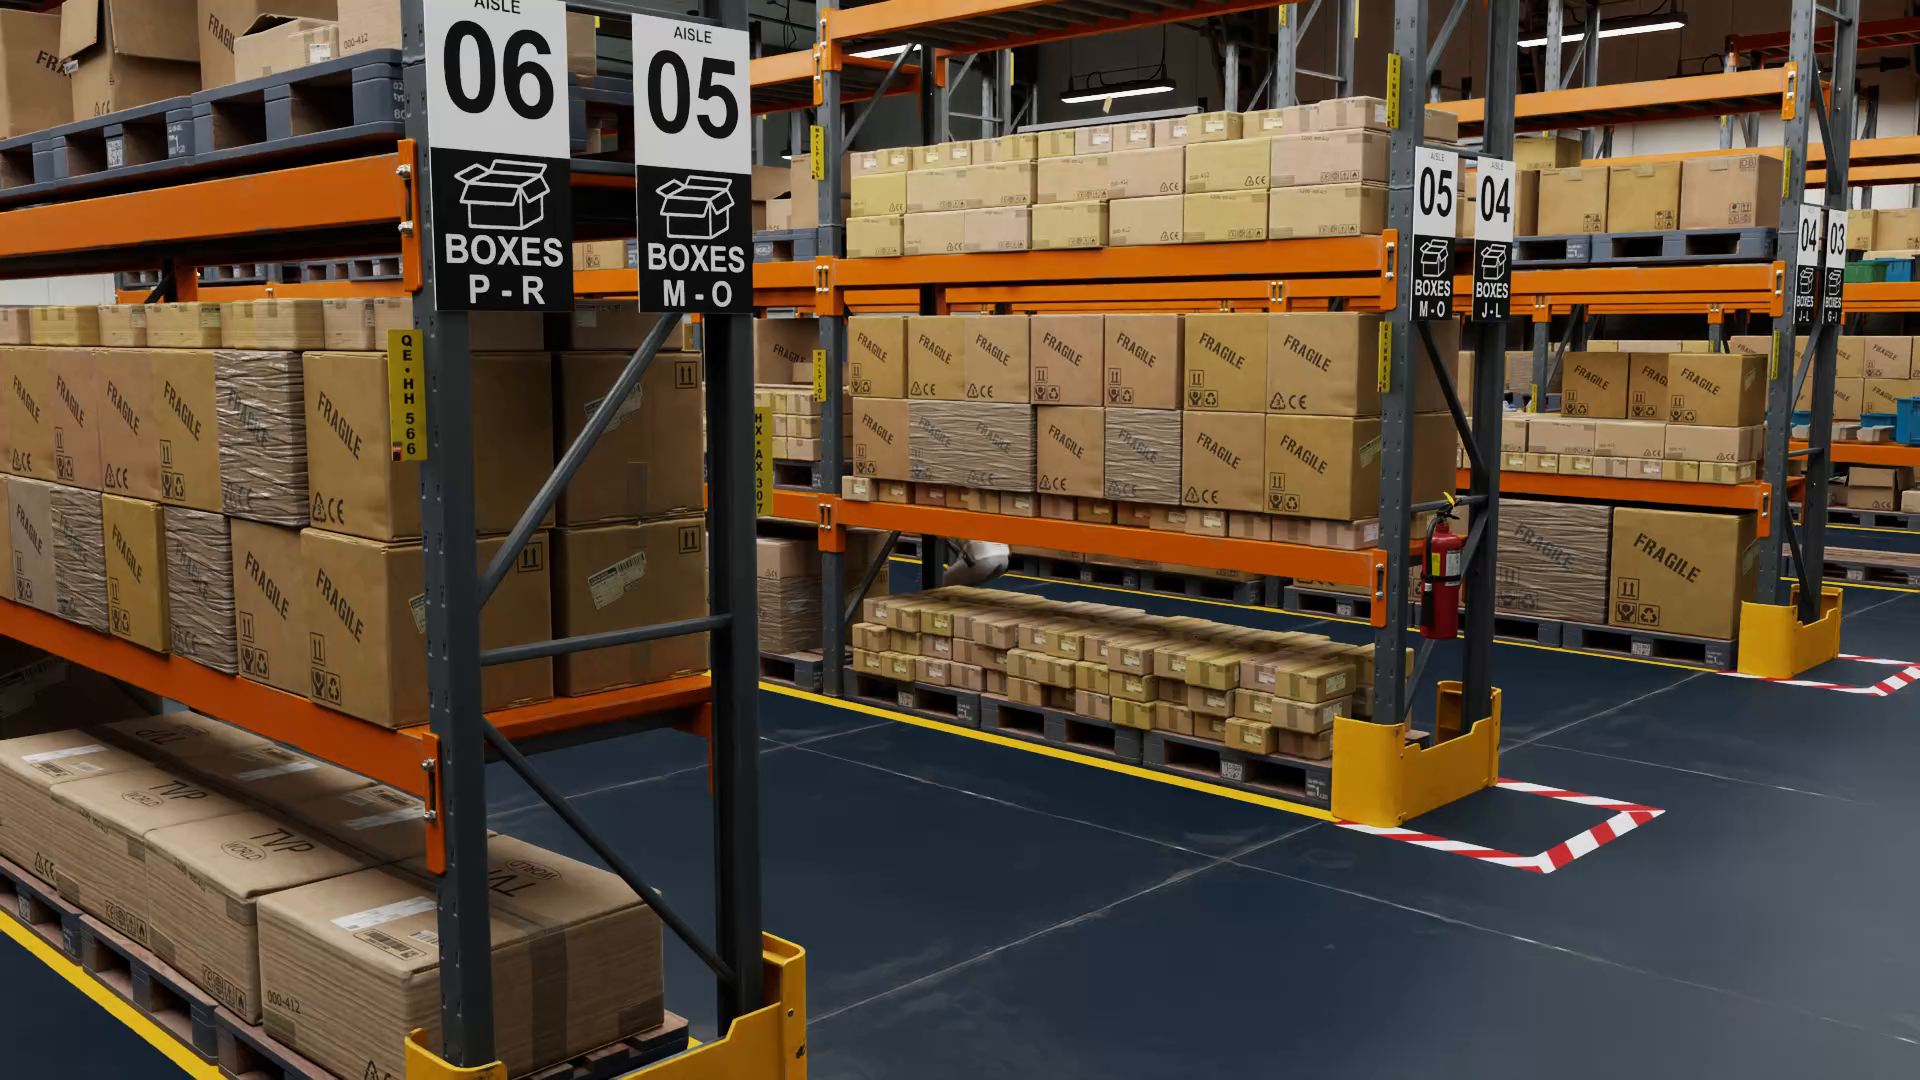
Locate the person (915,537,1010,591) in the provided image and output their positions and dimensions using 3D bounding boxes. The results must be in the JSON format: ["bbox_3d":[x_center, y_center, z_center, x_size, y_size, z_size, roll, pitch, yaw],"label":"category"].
[{"bbox_3d":[-0.005,0.173,12.748,0.787,1.207,0.525,7,10,43],"label":"person"}]
